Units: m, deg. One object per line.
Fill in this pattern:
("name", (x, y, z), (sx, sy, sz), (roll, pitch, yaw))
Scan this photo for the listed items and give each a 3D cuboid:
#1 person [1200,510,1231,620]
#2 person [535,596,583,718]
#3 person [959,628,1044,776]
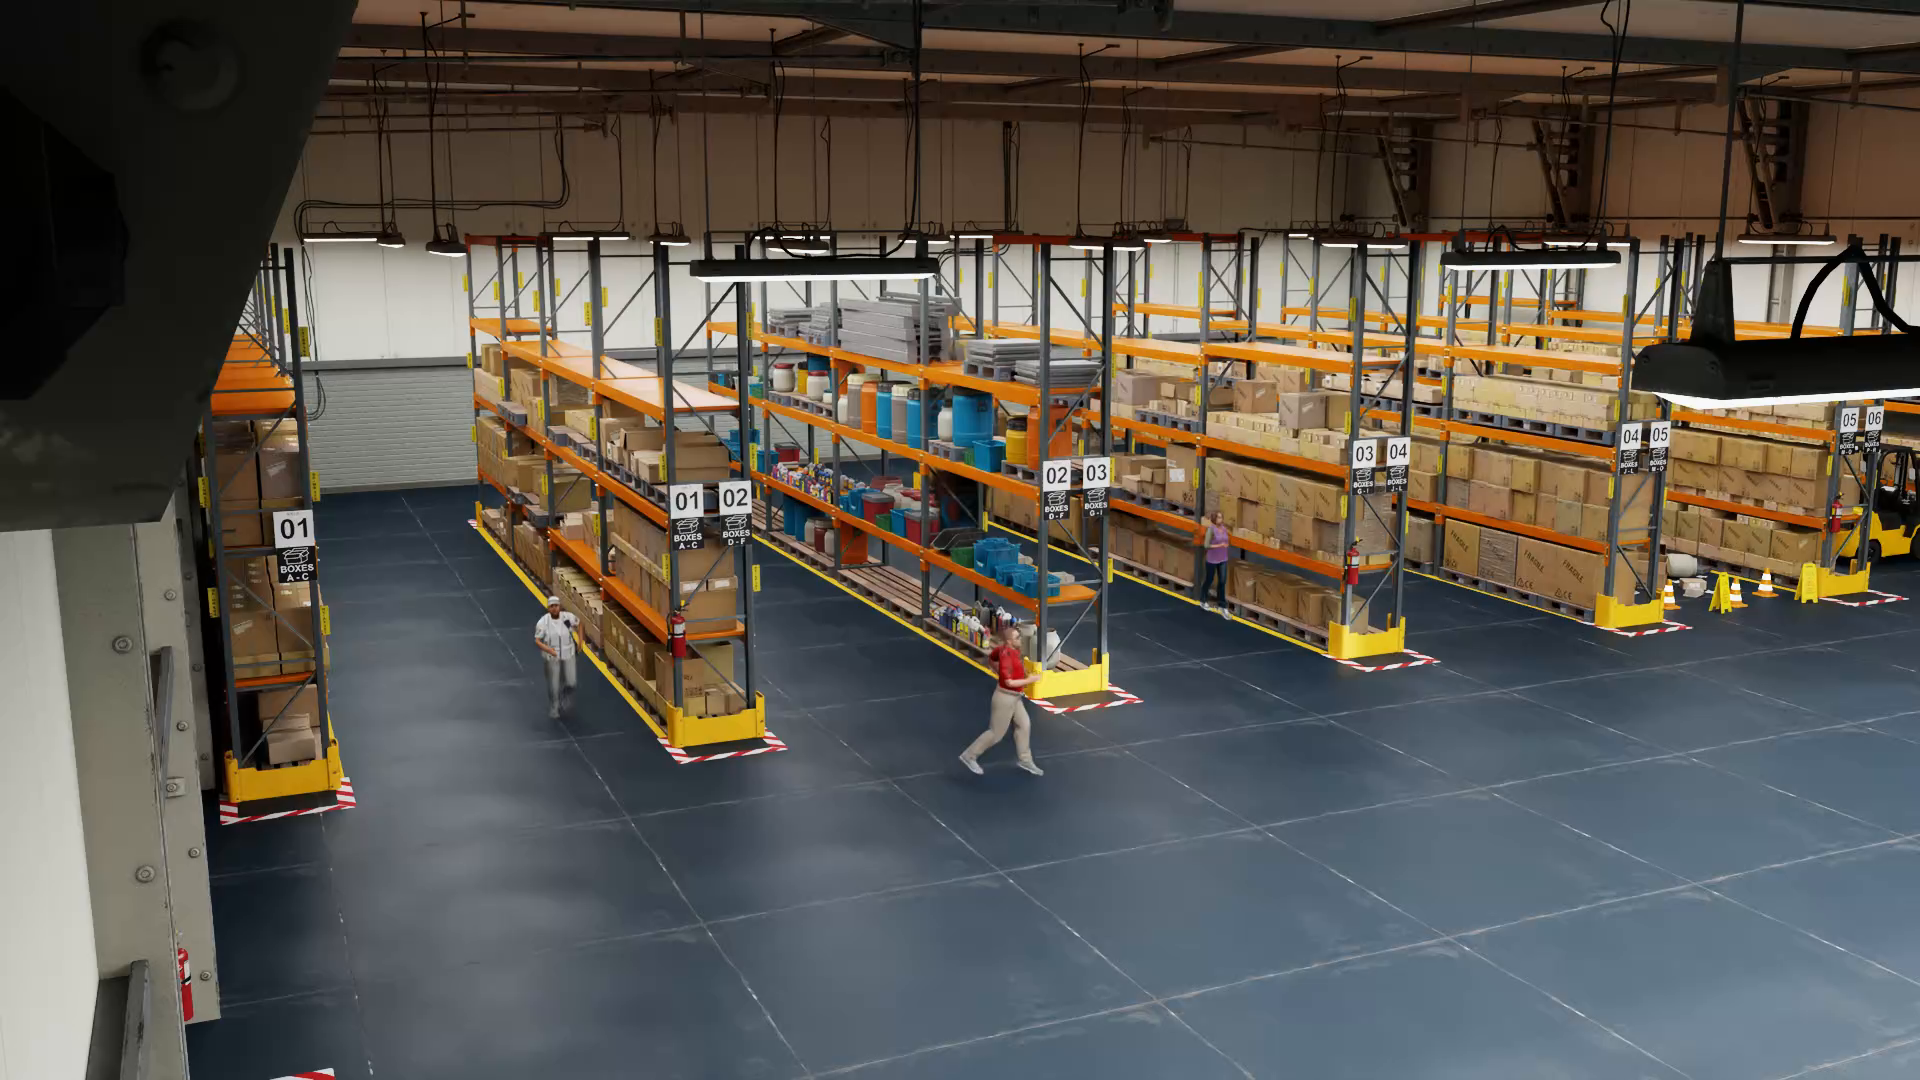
("person", (3.934, 0.370, 25.514), (0.522, 1.675, 0.673), (-6, 12, -28))
("person", (-5.090, 1.497, 21.147), (0.603, 1.622, 0.697), (-4, 12, -19))
("person", (0.483, 1.863, 19.024), (0.963, 1.769, 0.671), (1, 11, 5))
